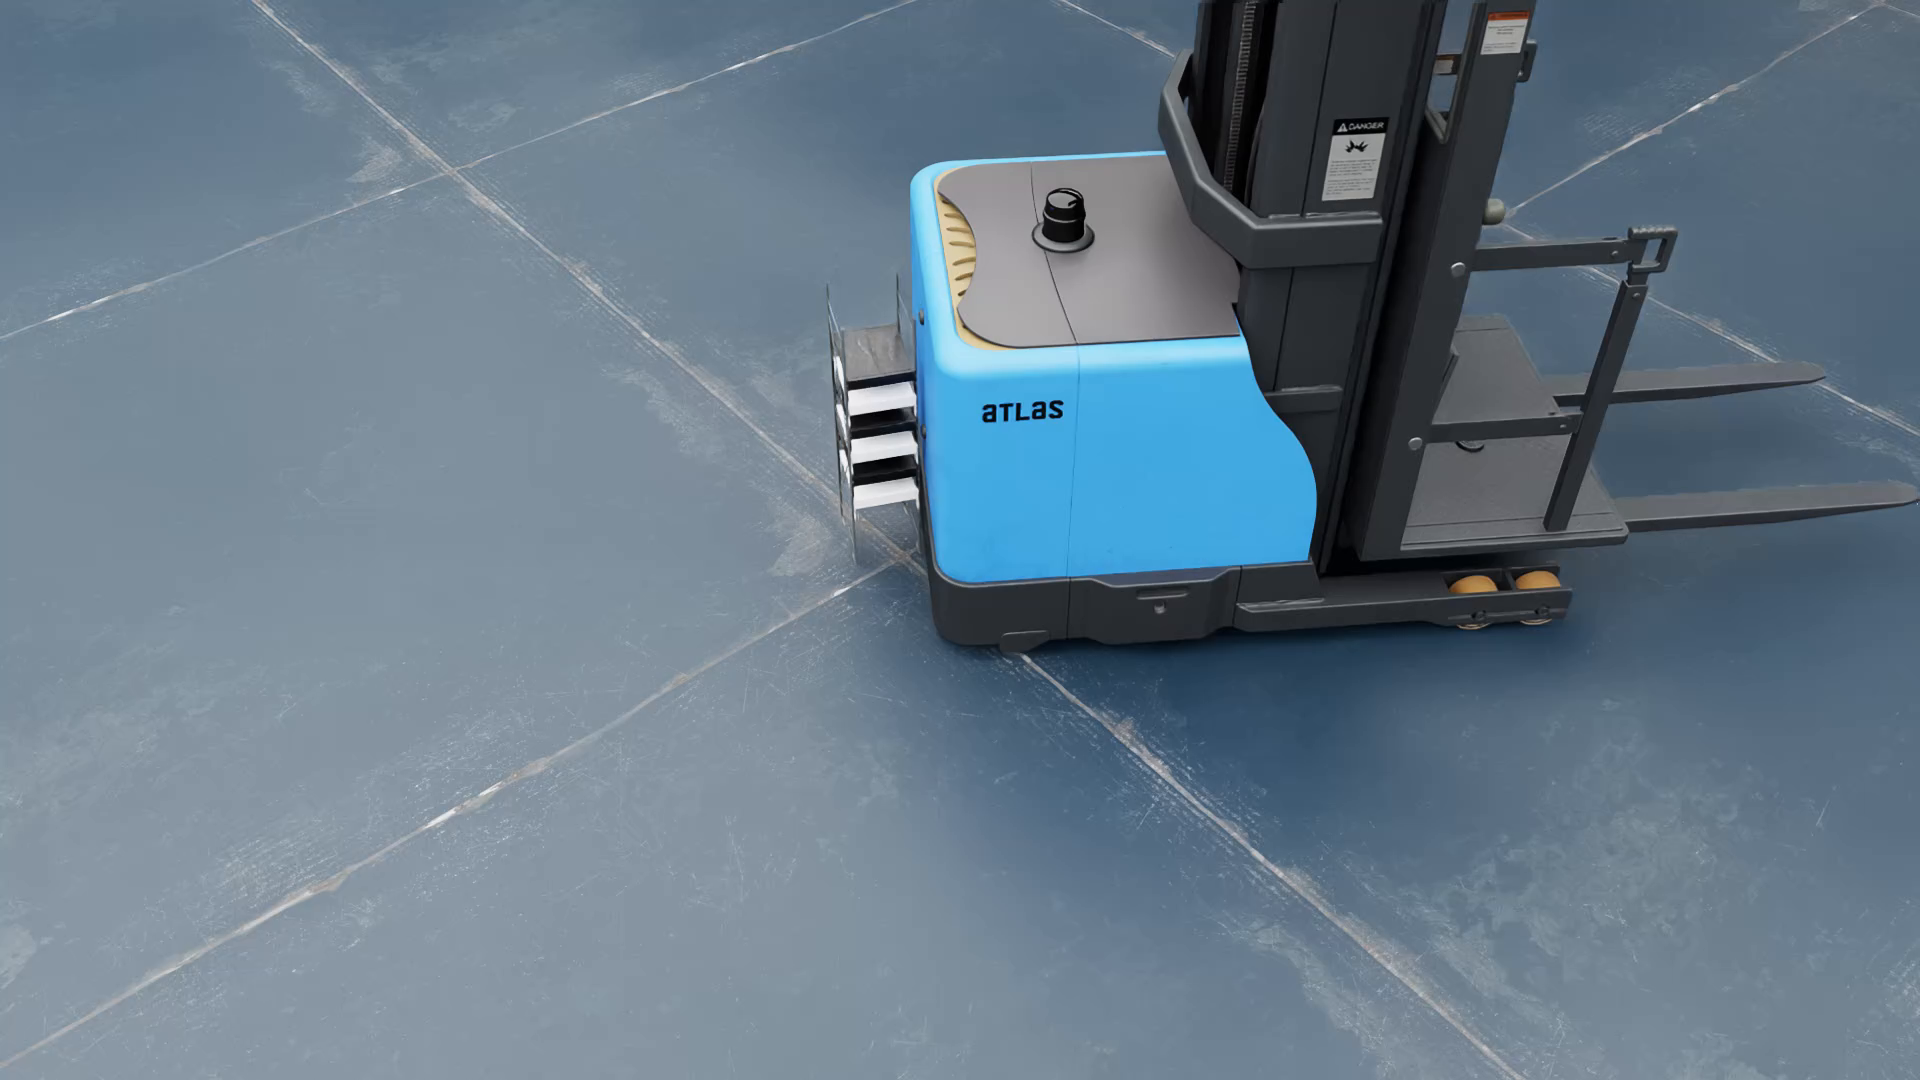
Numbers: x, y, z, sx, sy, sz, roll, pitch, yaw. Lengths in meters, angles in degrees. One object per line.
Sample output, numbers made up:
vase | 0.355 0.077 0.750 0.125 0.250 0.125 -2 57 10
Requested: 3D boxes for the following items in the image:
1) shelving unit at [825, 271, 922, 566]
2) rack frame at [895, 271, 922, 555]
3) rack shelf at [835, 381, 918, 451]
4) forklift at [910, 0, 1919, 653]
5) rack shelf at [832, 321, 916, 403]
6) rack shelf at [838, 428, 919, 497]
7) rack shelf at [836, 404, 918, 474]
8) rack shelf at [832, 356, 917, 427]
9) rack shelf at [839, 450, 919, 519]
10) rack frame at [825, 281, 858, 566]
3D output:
shelving unit | -0.252 -0.344 4.959 0.210 0.900 0.258 -10 44 -10
rack frame | -0.153 -0.361 4.977 0.006 0.900 0.240 -10 44 -10
rack shelf | -0.252 -0.385 4.920 0.200 0.077 0.258 -10 44 -10
forklift | 1.391 -1.161 4.345 3.031 2.935 1.130 -4 43 -4
rack shelf | -0.252 -0.517 4.797 0.200 0.077 0.258 -10 44 -10
rack shelf | -0.252 -0.254 5.043 0.200 0.077 0.258 -10 44 -10
rack shelf | -0.252 -0.320 4.982 0.200 0.077 0.258 -10 44 -10
rack shelf | -0.252 -0.451 4.858 0.200 0.077 0.258 -10 44 -10
rack shelf | -0.251 -0.189 5.105 0.200 0.077 0.258 -10 44 -10
rack frame | -0.350 -0.327 4.941 0.006 0.900 0.240 -10 44 -10
